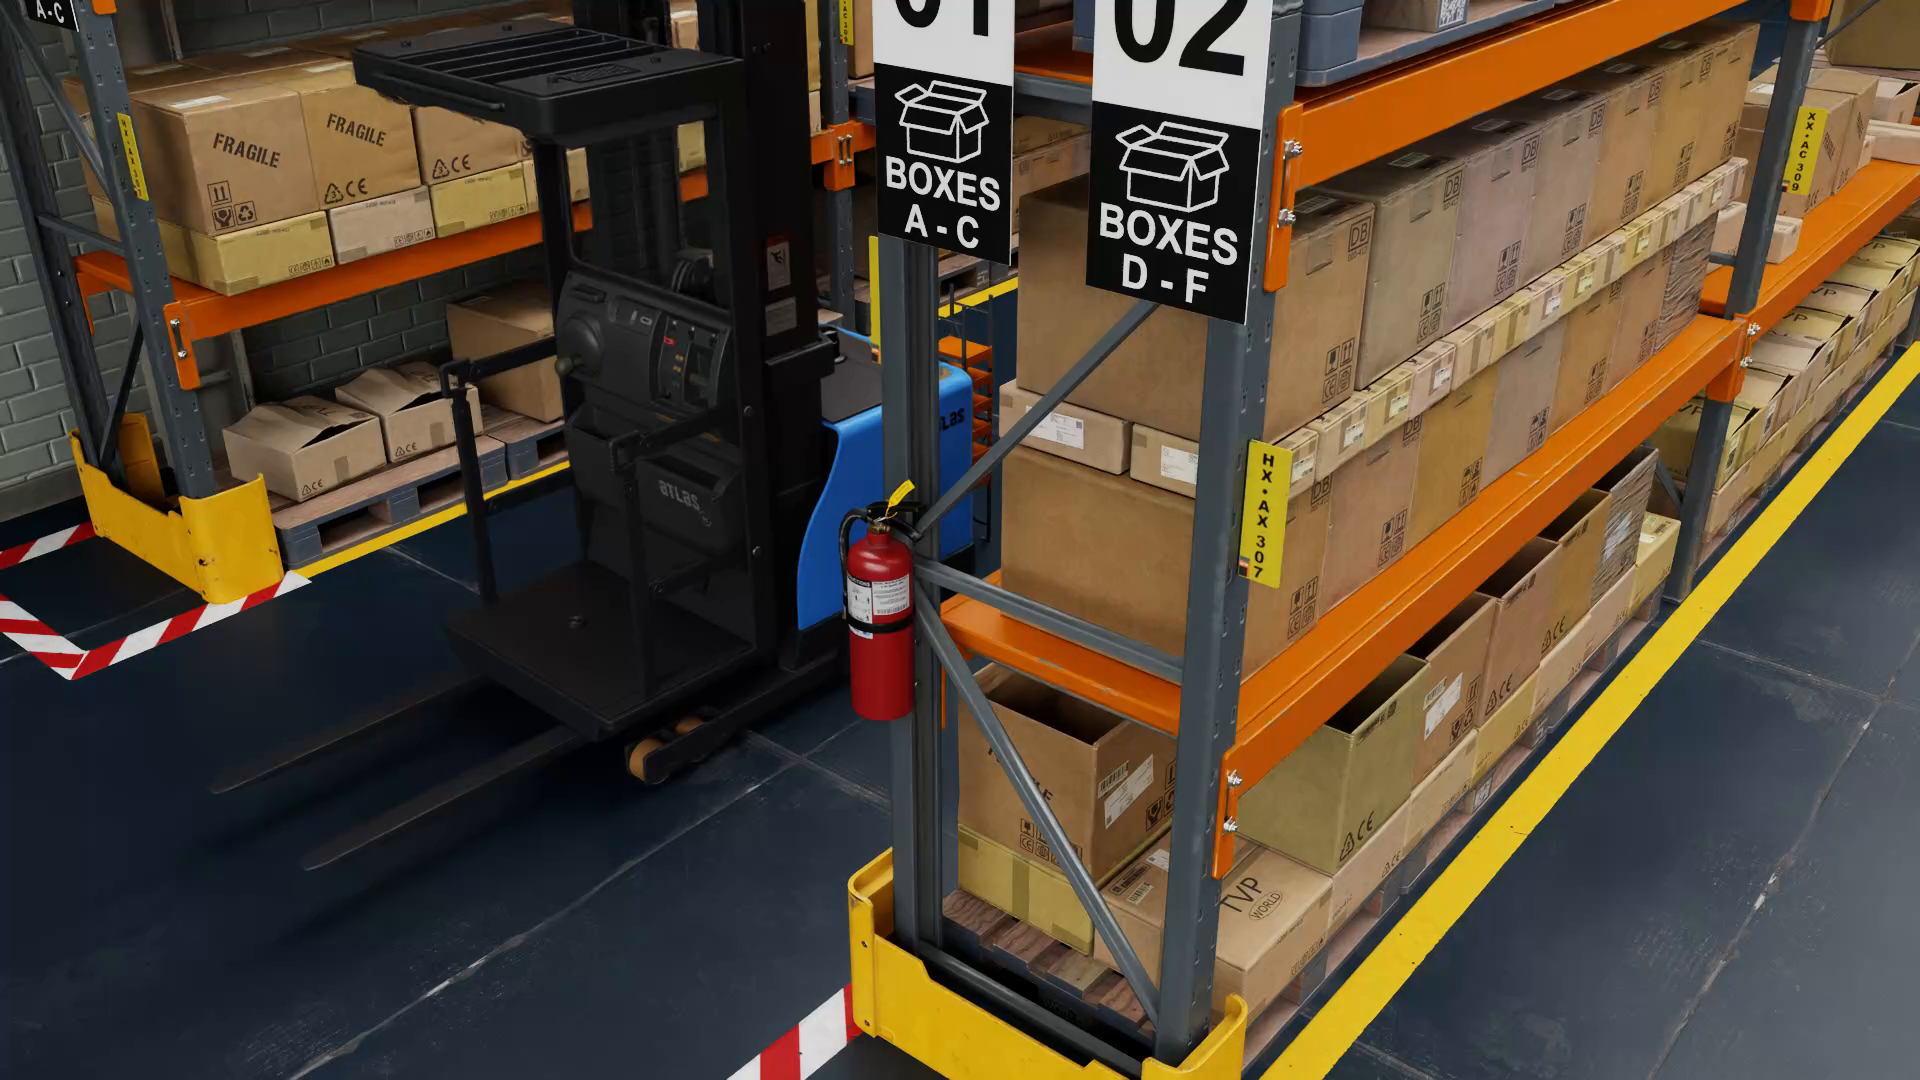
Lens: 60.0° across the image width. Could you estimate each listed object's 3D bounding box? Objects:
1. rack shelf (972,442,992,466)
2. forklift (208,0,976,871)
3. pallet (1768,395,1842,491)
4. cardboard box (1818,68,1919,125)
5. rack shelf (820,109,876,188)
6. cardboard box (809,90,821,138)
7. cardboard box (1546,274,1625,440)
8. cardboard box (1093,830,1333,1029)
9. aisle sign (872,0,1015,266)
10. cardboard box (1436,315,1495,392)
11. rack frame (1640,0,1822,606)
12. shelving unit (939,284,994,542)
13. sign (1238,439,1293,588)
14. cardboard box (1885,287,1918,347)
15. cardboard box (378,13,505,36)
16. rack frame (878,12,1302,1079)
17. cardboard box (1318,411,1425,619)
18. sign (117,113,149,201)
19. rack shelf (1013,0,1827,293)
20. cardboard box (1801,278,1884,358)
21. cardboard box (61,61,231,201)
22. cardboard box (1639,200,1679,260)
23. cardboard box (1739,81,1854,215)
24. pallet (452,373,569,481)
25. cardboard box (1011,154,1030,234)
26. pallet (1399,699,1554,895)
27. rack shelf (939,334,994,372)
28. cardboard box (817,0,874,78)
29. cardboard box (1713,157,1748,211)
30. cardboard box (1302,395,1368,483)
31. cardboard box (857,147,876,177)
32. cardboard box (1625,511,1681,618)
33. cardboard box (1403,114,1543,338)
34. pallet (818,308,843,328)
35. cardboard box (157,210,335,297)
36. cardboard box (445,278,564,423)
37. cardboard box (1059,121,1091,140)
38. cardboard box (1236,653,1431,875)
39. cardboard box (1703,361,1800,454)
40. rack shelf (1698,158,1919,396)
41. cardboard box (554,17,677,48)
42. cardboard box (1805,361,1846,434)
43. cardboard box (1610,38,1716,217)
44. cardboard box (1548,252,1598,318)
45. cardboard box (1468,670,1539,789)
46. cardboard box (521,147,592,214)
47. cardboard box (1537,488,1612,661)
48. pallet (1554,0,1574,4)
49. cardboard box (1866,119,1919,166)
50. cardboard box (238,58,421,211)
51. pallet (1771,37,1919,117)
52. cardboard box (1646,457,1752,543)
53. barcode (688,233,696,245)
[{"bbox_3d":[-0.009,-0.382,7.540,0.258,0.103,0.180,21,34,34],"label":"rack shelf"},{"bbox_3d":[-1.294,-0.679,5.872,1.130,2.935,3.031,23,35,37],"label":"forklift"},{"bbox_3d":[3.987,-0.685,8.845,1.003,0.211,1.213,21,34,34],"label":"pallet"},{"bbox_3d":[5.051,-2.479,9.374,0.500,0.311,0.500,23,35,37],"label":"cardboard box"},{"bbox_3d":[0.220,-3.053,11.169,1.077,0.370,4.000,21,34,34],"label":"rack shelf"},{"bbox_3d":[-1.120,-2.349,9.167,0.500,0.250,0.500,21,34,35],"label":"cardboard box"},{"bbox_3d":[1.842,-0.736,5.800,0.700,0.500,0.500,21,34,35],"label":"cardboard box"},{"bbox_3d":[0.741,1.111,4.873,0.500,0.250,0.500,21,34,34],"label":"cardboard box"},{"bbox_3d":[-0.040,-1.016,3.619,0.394,0.787,0.004,21,34,34],"label":"aisle sign"},{"bbox_3d":[1.299,-0.574,4.779,0.380,0.149,0.250,19,33,33],"label":"cardboard box"},{"bbox_3d":[2.772,-1.217,6.837,1.000,3.000,0.127,21,34,34],"label":"rack frame"},{"bbox_3d":[-0.009,-0.528,7.464,0.258,1.200,0.189,21,34,34],"label":"shelving unit"},{"bbox_3d":[0.652,-0.054,3.561,0.100,0.325,0.005,21,34,34],"label":"sign"},{"bbox_3d":[5.170,-1.342,9.615,0.500,0.250,0.500,22,34,36],"label":"cardboard box"},{"bbox_3d":[-2.487,-2.288,8.234,0.500,0.500,0.500,21,34,35],"label":"cardboard box"},{"bbox_3d":[0.228,0.202,4.096,1.000,3.000,0.127,21,34,34],"label":"rack frame"},{"bbox_3d":[0.865,-0.192,4.748,0.700,0.500,0.500,22,34,36],"label":"cardboard box"},{"bbox_3d":[-3.178,-1.471,6.386,0.100,0.325,0.005,21,34,34],"label":"sign"},{"bbox_3d":[1.500,-1.520,4.942,1.077,0.370,4.000,21,34,34],"label":"rack shelf"},{"bbox_3d":[4.525,-1.227,8.783,0.500,0.311,0.500,20,34,34],"label":"cardboard box"},{"bbox_3d":[-3.461,-1.749,7.192,0.500,0.500,0.500,20,34,34],"label":"cardboard box"},{"bbox_3d":[2.275,-1.116,5.828,0.380,0.149,0.250,21,34,34],"label":"cardboard box"},{"bbox_3d":[3.927,-1.893,8.036,0.500,0.500,0.500,21,34,34],"label":"cardboard box"},{"bbox_3d":[-2.228,-0.742,8.954,1.003,0.211,1.213,21,34,34],"label":"pallet"},{"bbox_3d":[0.048,-2.381,11.330,0.700,0.500,0.500,21,34,35],"label":"cardboard box"},{"bbox_3d":[1.458,0.726,6.117,1.003,0.211,1.213,21,34,34],"label":"pallet"},{"bbox_3d":[-0.009,-0.808,7.319,0.258,0.103,0.180,21,34,34],"label":"rack shelf"},{"bbox_3d":[-0.703,-3.073,9.839,0.700,0.500,0.500,21,34,35],"label":"cardboard box"},{"bbox_3d":[2.765,-1.390,6.358,0.380,0.149,0.250,21,34,34],"label":"cardboard box"},{"bbox_3d":[0.810,-0.301,4.253,0.380,0.149,0.250,20,33,33],"label":"cardboard box"},{"bbox_3d":[-0.320,-2.504,10.752,0.500,0.250,0.500,20,33,33],"label":"cardboard box"},{"bbox_3d":[2.646,0.046,6.931,0.500,0.250,0.500,21,34,34],"label":"cardboard box"},{"bbox_3d":[1.219,-0.967,4.833,0.700,0.500,0.500,21,34,35],"label":"cardboard box"},{"bbox_3d":[-1.452,-1.176,9.794,1.003,0.211,1.213,21,34,34],"label":"pallet"},{"bbox_3d":[-3.041,-1.267,7.077,0.500,0.250,0.500,20,33,33],"label":"cardboard box"},{"bbox_3d":[-2.219,-0.997,8.654,0.700,0.500,0.500,18,33,31],"label":"cardboard box"},{"bbox_3d":[0.663,-3.045,11.797,0.500,0.250,0.500,21,34,35],"label":"cardboard box"},{"bbox_3d":[1.057,0.600,5.044,0.500,0.500,0.500,21,34,34],"label":"cardboard box"},{"bbox_3d":[3.550,-0.681,7.726,0.500,0.311,0.500,20,34,34],"label":"cardboard box"},{"bbox_3d":[4.044,-1.606,8.373,1.077,0.370,4.000,21,34,34],"label":"rack shelf"},{"bbox_3d":[-1.756,-2.326,8.308,0.500,0.500,0.500,20,33,33],"label":"cardboard box"},{"bbox_3d":[4.198,-0.798,8.563,0.500,0.250,0.500,22,34,35],"label":"cardboard box"},{"bbox_3d":[2.174,-1.498,5.861,0.700,0.500,0.500,21,34,34],"label":"cardboard box"},{"bbox_3d":[1.789,-0.845,5.305,0.380,0.149,0.250,22,35,36],"label":"cardboard box"},{"bbox_3d":[1.696,0.580,5.900,0.500,0.250,0.500,21,34,34],"label":"cardboard box"},{"bbox_3d":[-2.070,-1.813,8.132,0.500,0.250,0.500,21,34,35],"label":"cardboard box"},{"bbox_3d":[2.004,0.066,6.078,0.500,0.500,0.500,21,34,34],"label":"cardboard box"},{"bbox_3d":[1.473,-1.769,4.737,1.003,0.211,1.213,21,34,34],"label":"pallet"},{"bbox_3d":[4.958,-2.124,8.864,0.380,0.149,0.250,21,34,34],"label":"cardboard box"},{"bbox_3d":[-2.739,-1.774,7.240,0.500,0.500,0.500,21,34,35],"label":"cardboard box"},{"bbox_3d":[5.693,-2.810,10.127,1.213,0.211,1.003,21,34,34],"label":"pallet"},{"bbox_3d":[3.220,-0.252,7.509,0.500,0.250,0.500,20,33,33],"label":"cardboard box"},{"bbox_3d":[-1.581,-1.769,9.798,0.001,0.075,0.075,21,34,34],"label":"barcode"}]
